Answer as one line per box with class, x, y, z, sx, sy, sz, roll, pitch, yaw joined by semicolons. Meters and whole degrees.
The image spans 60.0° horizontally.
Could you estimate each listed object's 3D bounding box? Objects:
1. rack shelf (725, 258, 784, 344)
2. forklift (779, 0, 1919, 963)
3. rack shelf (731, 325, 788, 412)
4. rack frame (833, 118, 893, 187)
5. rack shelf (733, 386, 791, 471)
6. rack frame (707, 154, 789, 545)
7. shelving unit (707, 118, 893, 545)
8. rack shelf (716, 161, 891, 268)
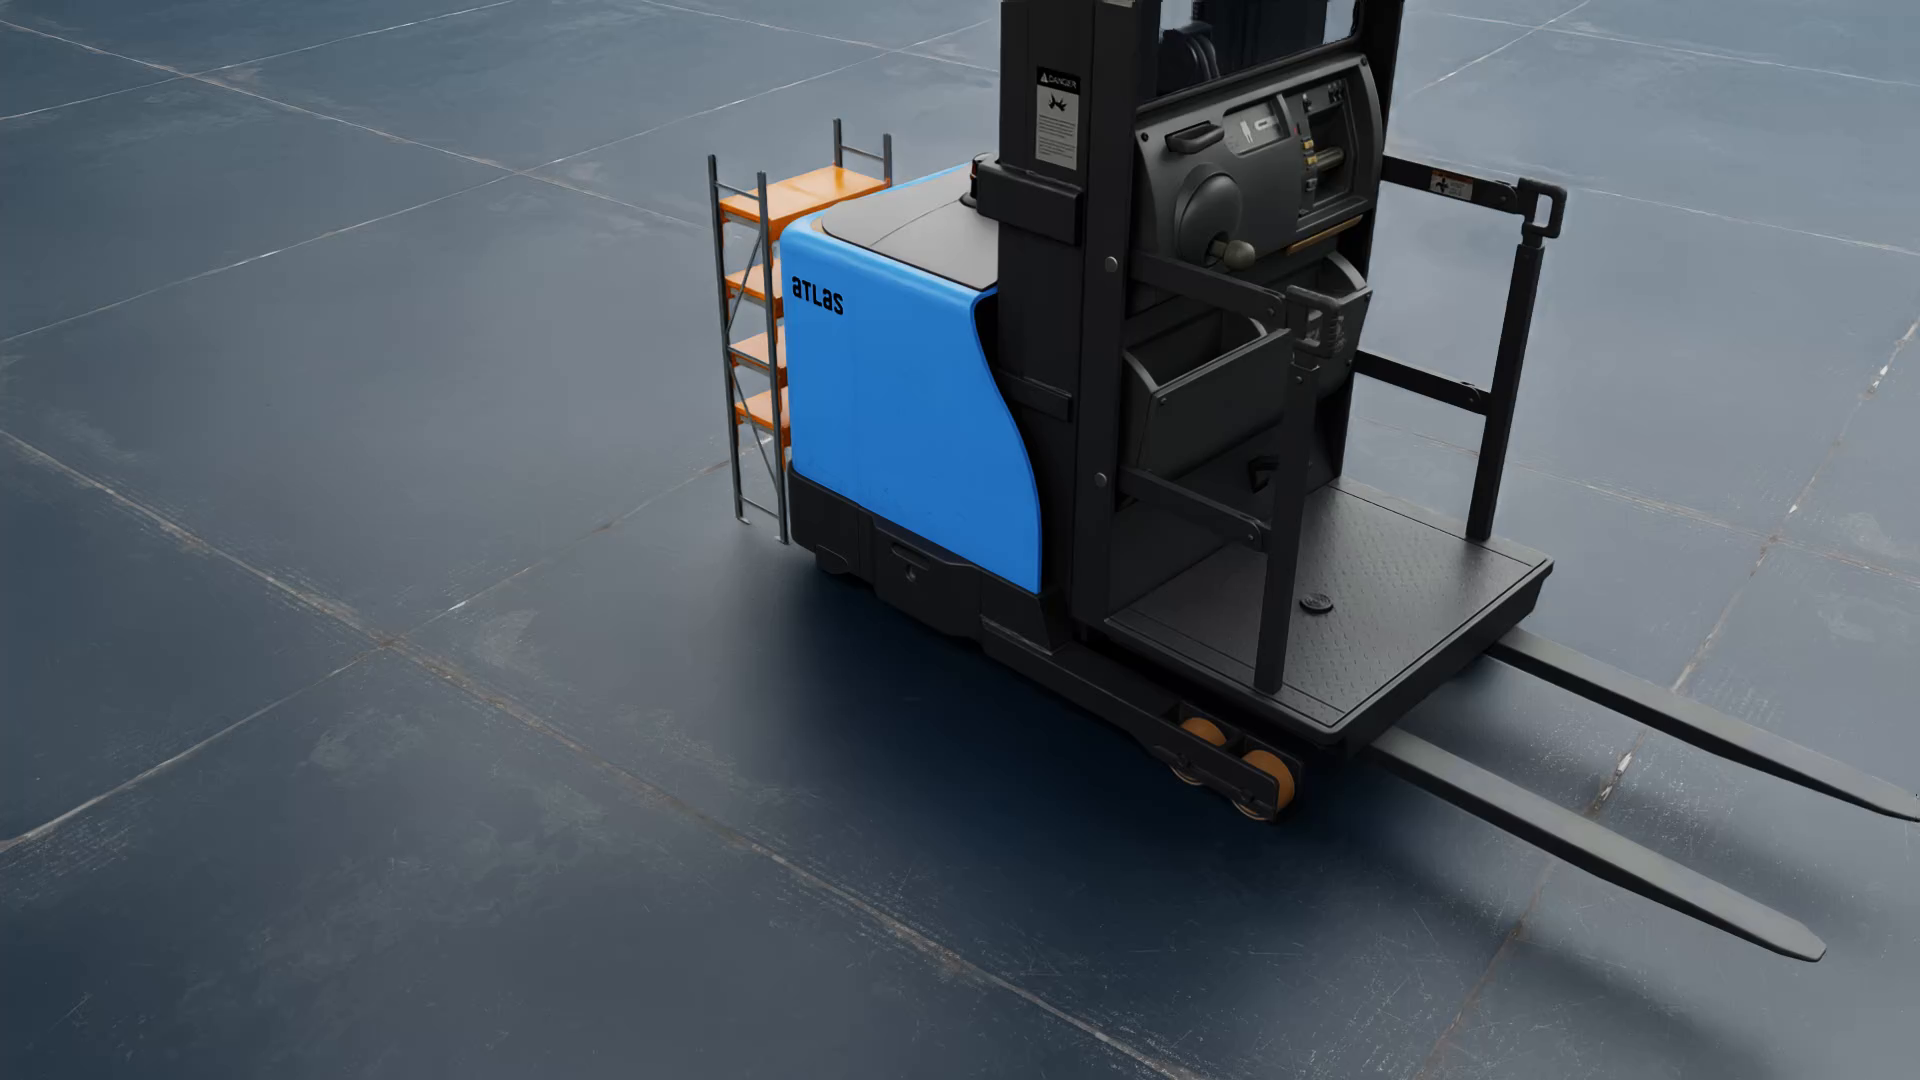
rack shelf;-0.463;-0.771;5.067;0.258;0.148;0.480;26;39;36
forklift;0.884;-0.874;3.850;3.031;2.935;1.130;26;40;37
rack shelf;-0.463;-0.578;5.181;0.258;0.148;0.480;26;39;36
rack frame;-0.295;-0.726;5.298;0.240;1.200;0.015;26;39;36
rack shelf;-0.463;-0.407;5.282;0.258;0.148;0.480;26;39;36
rack frame;-0.632;-0.546;4.994;0.240;1.200;0.015;26;39;36
shelving unit;-0.463;-0.636;5.146;0.258;1.200;0.503;26;39;36
rack shelf;-0.463;-0.974;4.946;0.258;0.148;0.480;26;39;36
